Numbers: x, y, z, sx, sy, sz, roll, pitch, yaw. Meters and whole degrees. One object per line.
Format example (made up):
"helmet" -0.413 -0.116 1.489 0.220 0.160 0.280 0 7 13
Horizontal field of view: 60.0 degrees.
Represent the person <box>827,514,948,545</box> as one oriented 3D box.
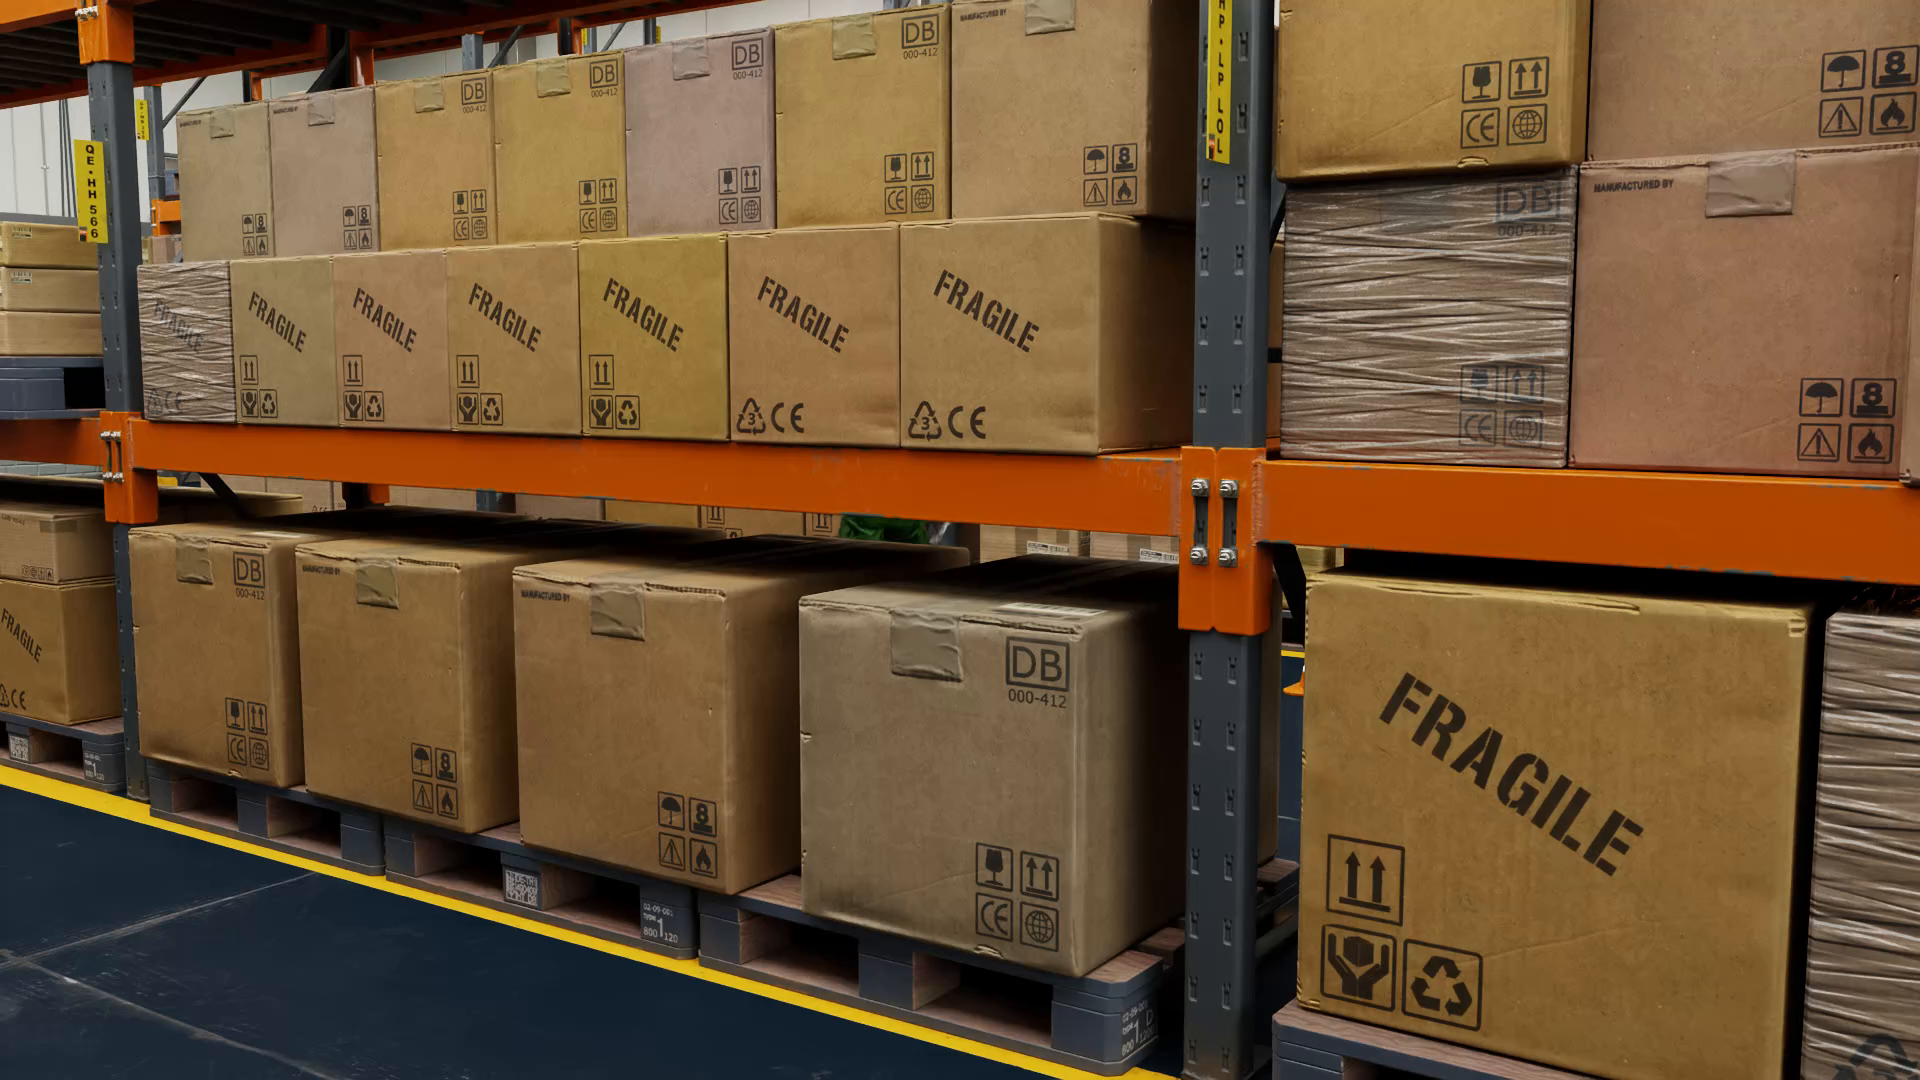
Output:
"person" -0.350 -0.187 7.495 0.536 1.746 1.040 -1 6 -11
